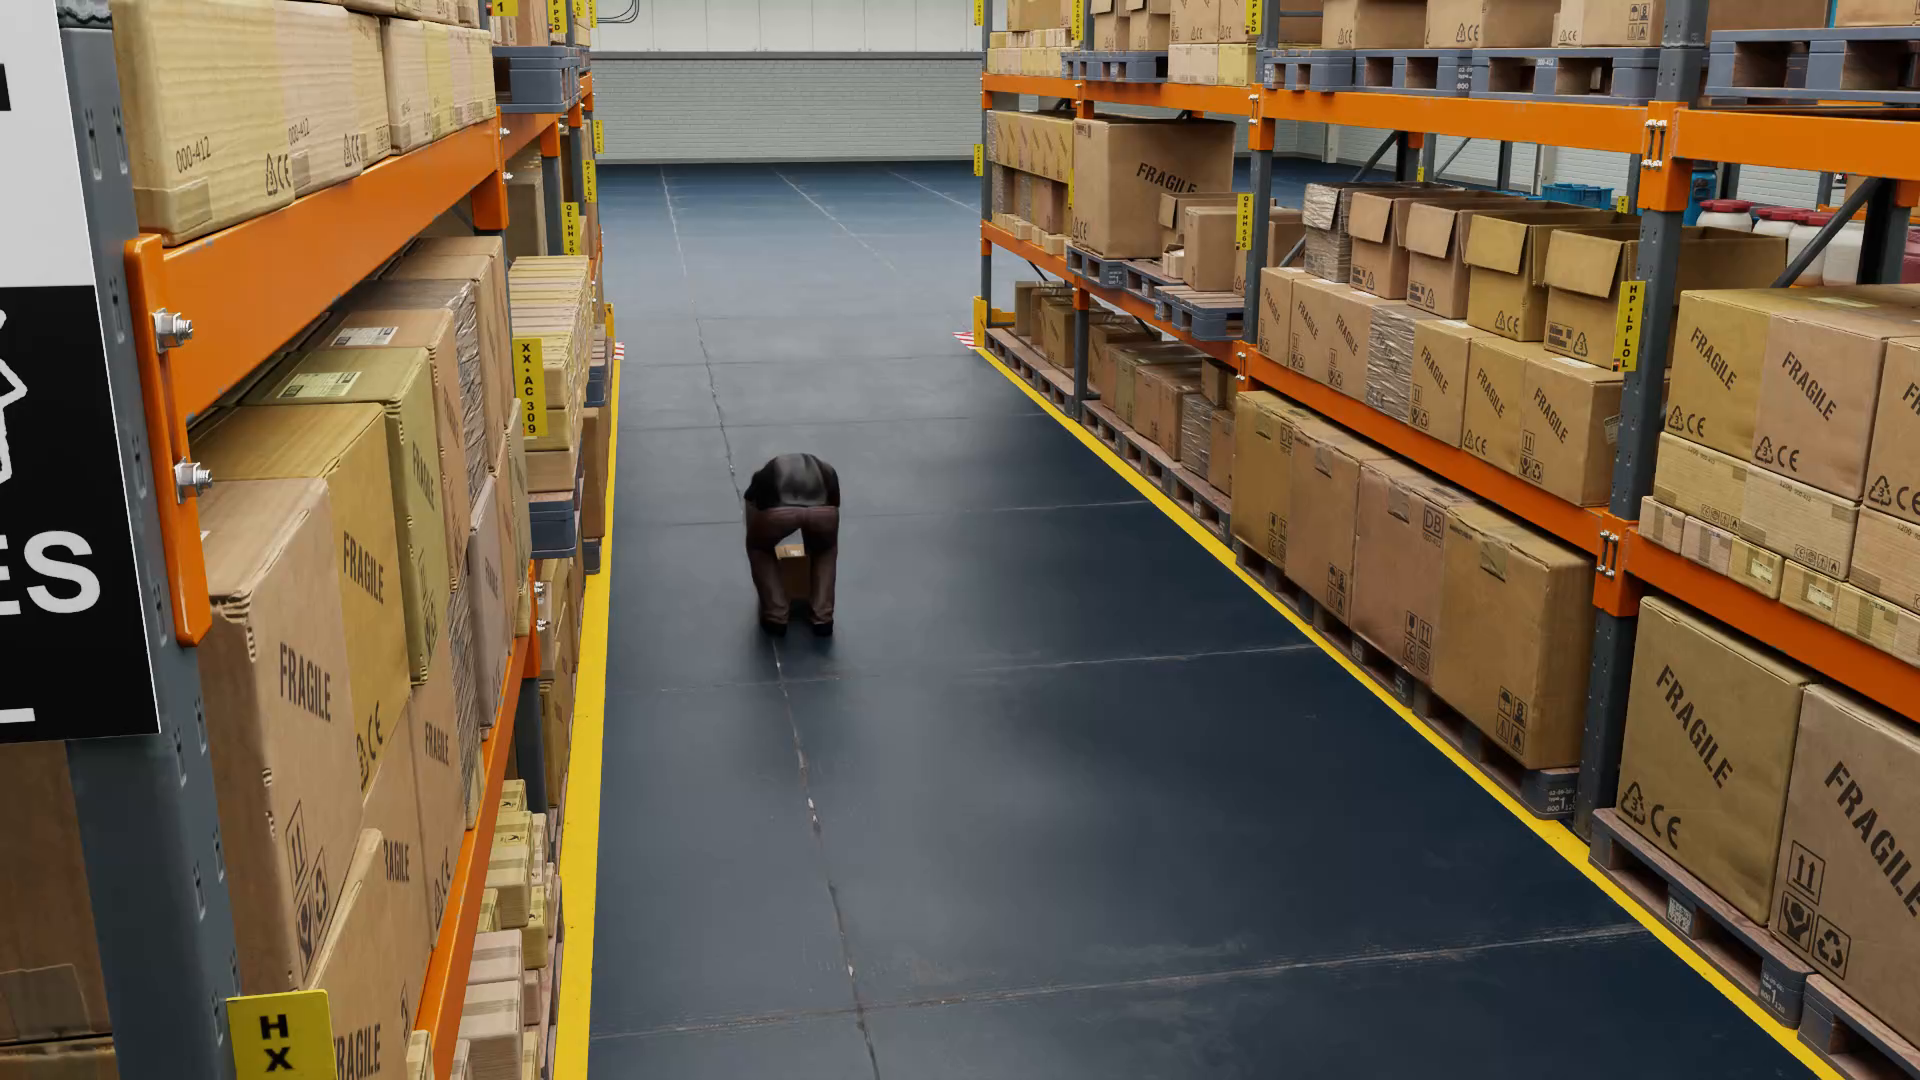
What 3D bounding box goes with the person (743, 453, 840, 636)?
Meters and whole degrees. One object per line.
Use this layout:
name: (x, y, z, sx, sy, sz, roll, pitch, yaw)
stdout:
person: (-0.916, -0.028, 9.011, 0.497, 0.973, 0.944, -4, 17, -13)
